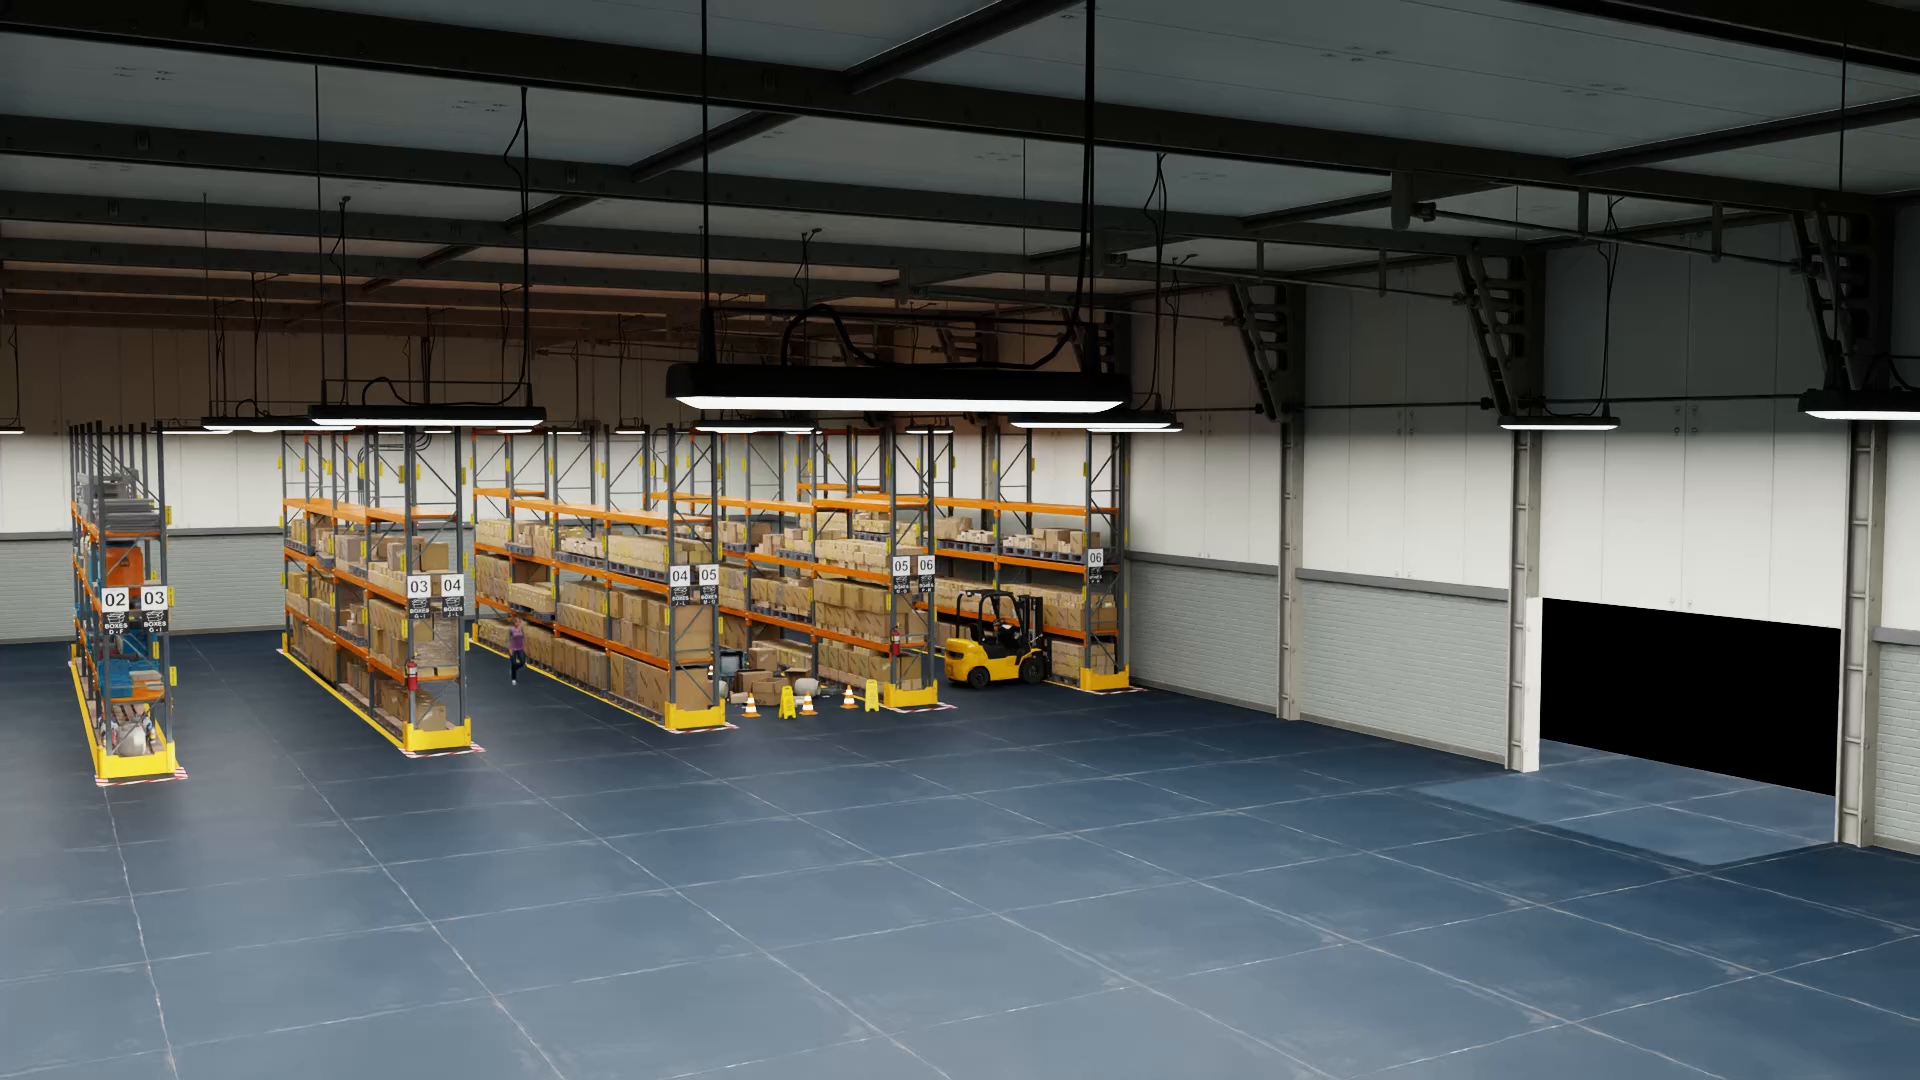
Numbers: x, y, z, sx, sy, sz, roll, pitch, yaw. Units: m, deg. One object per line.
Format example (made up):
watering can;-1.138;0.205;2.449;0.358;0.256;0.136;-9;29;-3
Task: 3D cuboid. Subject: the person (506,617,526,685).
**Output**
person;-10.340;2.559;38.645;0.509;1.582;0.493;-3;5;-39
